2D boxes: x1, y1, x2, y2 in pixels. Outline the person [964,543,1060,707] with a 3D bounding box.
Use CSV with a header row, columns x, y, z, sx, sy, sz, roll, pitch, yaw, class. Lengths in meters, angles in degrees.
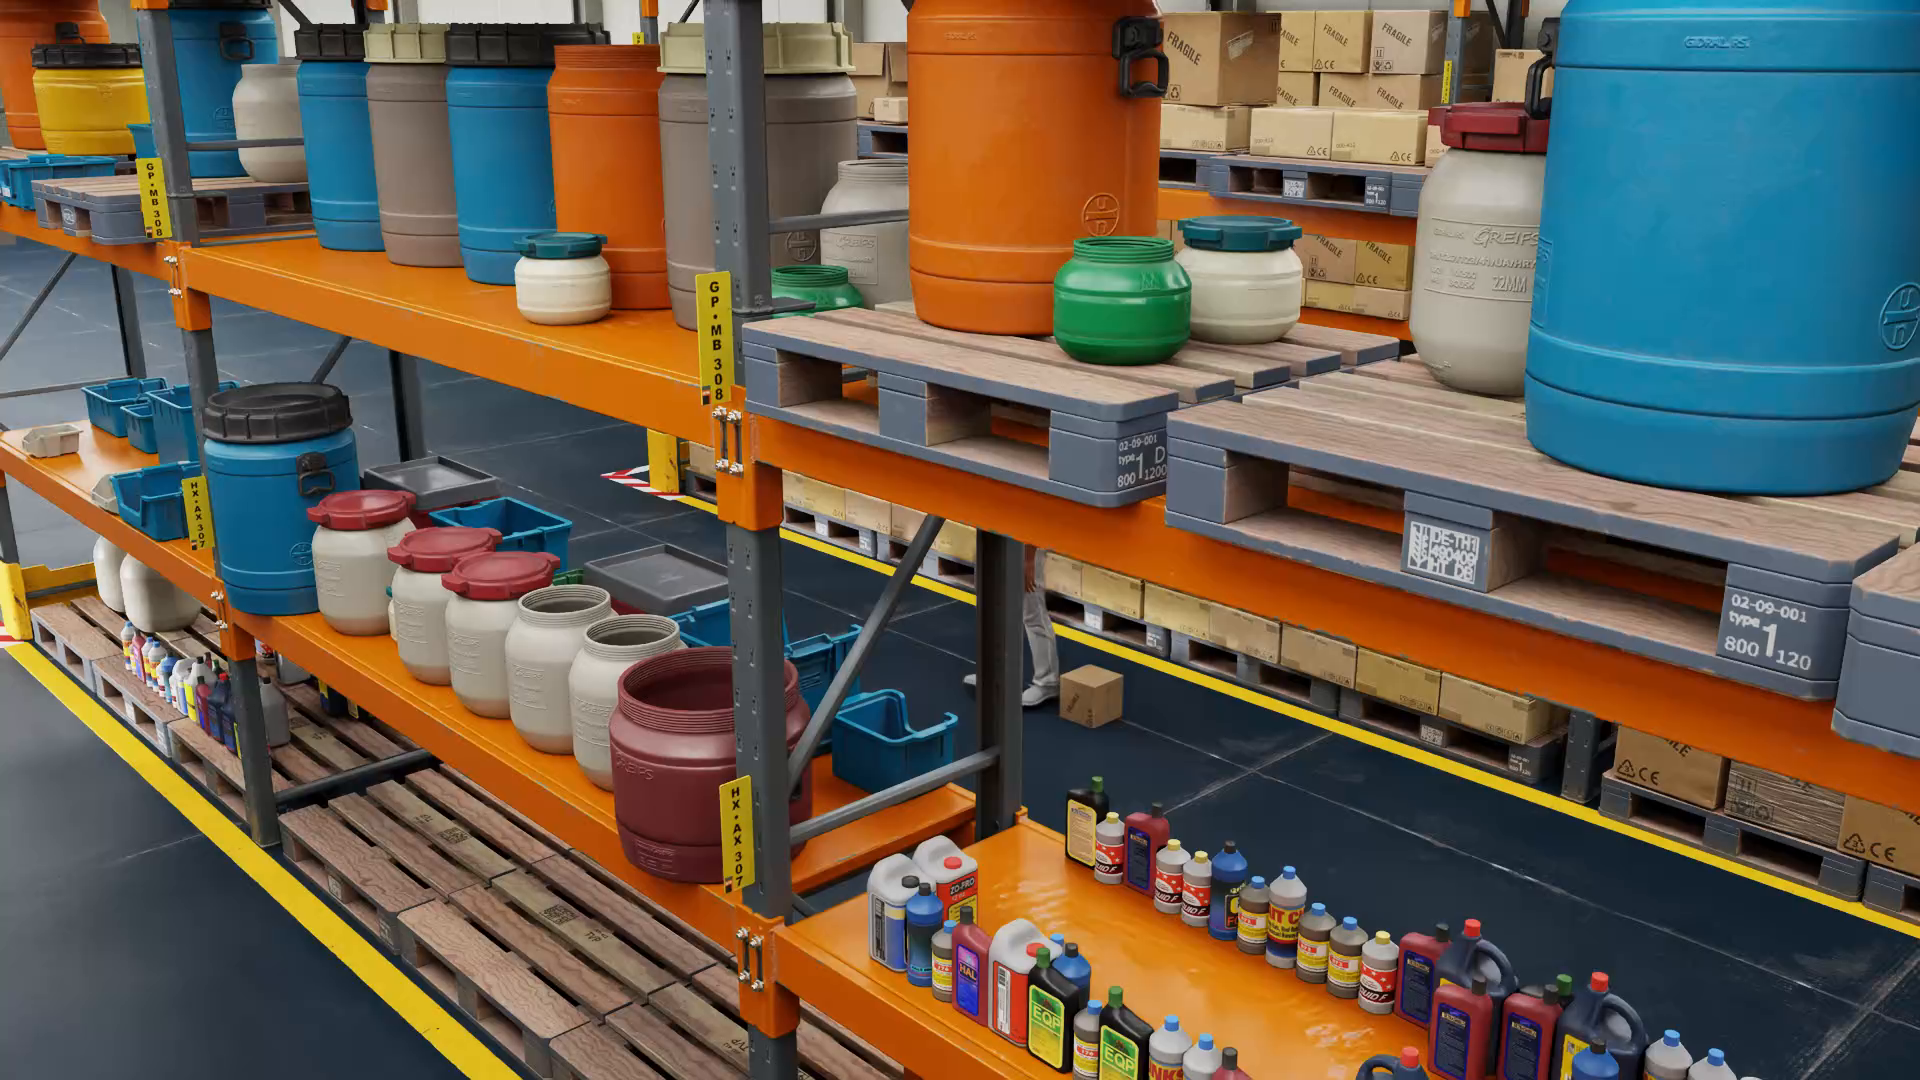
x,y,z,sx,sy,sz,roll,pitch,yaw,class
0.294,0.030,9.344,0.531,1.768,0.668,-2,17,-7,person
